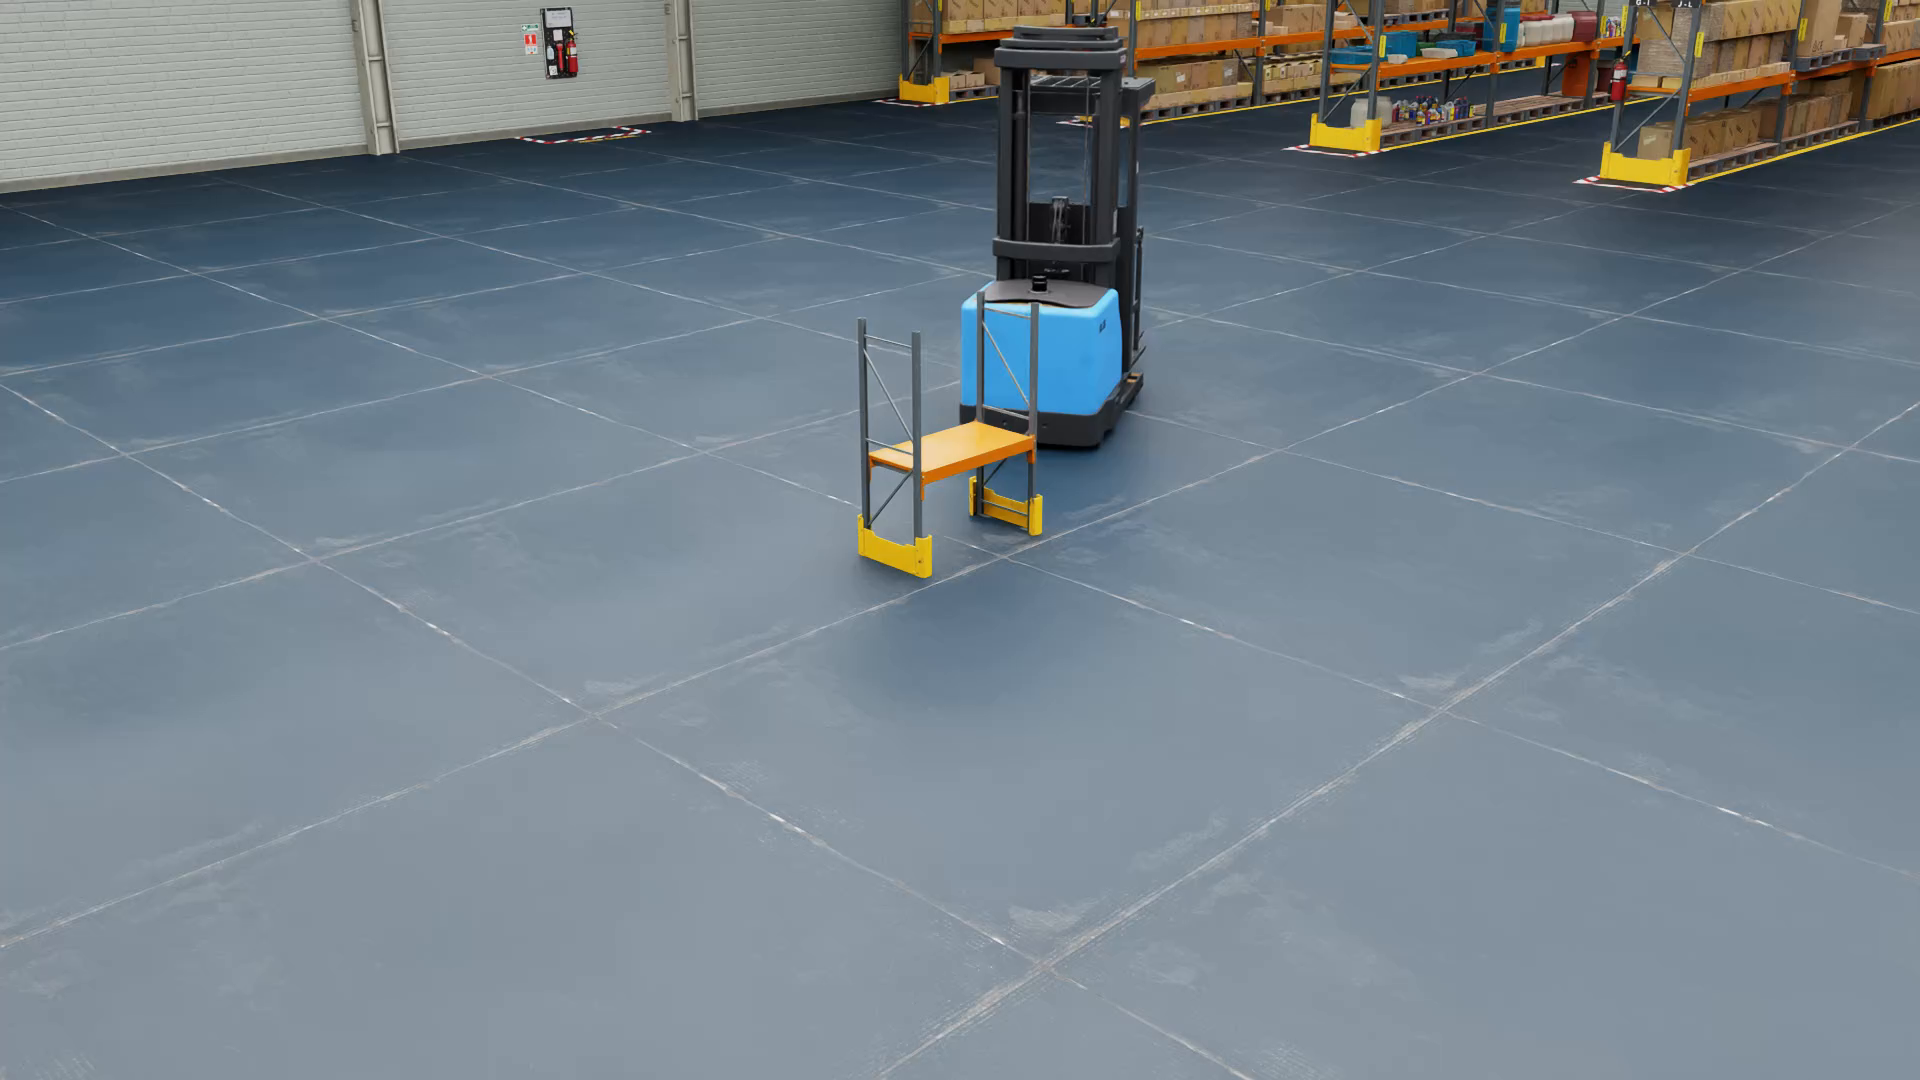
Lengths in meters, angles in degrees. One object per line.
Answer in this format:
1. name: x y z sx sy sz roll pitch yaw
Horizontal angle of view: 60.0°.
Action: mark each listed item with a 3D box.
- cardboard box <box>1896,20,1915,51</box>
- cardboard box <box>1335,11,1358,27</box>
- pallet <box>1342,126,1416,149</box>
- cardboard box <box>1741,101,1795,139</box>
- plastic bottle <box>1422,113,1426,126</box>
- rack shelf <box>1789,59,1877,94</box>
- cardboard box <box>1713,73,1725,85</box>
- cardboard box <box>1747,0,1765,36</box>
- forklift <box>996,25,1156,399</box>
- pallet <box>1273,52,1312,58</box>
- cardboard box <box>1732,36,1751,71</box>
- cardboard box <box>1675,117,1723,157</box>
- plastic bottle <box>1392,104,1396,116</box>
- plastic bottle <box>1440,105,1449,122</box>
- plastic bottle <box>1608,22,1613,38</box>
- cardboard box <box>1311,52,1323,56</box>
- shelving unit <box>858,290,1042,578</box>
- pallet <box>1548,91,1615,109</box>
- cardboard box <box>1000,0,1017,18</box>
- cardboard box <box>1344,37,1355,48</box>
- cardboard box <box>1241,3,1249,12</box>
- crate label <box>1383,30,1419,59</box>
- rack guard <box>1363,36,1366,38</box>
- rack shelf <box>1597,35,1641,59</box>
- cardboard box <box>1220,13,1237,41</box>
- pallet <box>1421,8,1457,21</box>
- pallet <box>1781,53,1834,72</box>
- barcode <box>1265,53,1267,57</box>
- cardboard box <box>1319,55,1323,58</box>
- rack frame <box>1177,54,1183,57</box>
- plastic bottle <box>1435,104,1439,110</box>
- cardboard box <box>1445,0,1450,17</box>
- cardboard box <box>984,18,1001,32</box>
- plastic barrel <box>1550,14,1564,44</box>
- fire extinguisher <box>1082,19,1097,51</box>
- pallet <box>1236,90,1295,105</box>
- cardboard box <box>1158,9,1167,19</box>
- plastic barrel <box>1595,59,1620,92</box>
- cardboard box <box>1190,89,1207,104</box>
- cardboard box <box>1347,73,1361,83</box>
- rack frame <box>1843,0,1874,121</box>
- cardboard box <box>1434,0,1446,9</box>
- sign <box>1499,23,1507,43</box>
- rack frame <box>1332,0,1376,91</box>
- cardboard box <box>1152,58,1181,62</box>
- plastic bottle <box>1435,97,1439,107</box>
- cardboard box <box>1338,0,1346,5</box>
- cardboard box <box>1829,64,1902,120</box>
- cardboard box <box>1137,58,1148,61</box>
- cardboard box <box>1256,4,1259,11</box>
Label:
1. cardboard box: 16.691 -9.032 29.753 0.500 0.500 0.500 19 28 40
2. cardboard box: 8.063 -11.019 35.186 0.500 0.311 0.500 -18 27 -39
3. pallet: 6.904 -6.783 27.928 1.003 0.211 1.213 19 28 41
4. cardboard box: 13.097 -6.825 27.023 0.700 0.500 0.500 17 27 37
5. plastic bottle: 7.874 -7.160 28.308 0.097 0.201 0.097 0 21 0
6. rack shelf: 14.048 -7.813 27.723 1.077 0.370 4.000 19 28 41
7. cardboard box: 10.945 -6.755 24.317 0.380 0.149 0.250 19 28 41
8. cardboard box: 11.488 -7.717 24.524 0.500 0.500 0.500 19 28 41
9. forklift: 0.896 -2.547 13.115 1.121 2.935 3.031 6 22 15
10. pallet: 8.174 -12.284 42.241 1.003 0.211 1.213 19 28 41
11. cardboard box: 11.266 -7.328 24.905 0.875 0.500 0.500 19 28 41
12. cardboard box: 11.153 -6.110 25.190 0.500 0.500 0.500 -17 27 -37
13. plastic bottle: 7.477 -7.420 28.881 0.152 0.276 0.135 20 28 41
14. plastic bottle: 8.386 -7.397 28.822 0.135 0.276 0.152 -20 28 -41
15. plastic bottle: 12.690 -9.951 32.447 0.061 0.283 0.133 19 28 41
16. cardboard box: 7.773 -10.256 35.543 0.500 0.311 0.500 -19 28 -40
17. shelving unit: -0.053 -0.680 10.255 0.587 1.500 1.083 19 28 41
18. pallet: 12.415 -8.814 33.211 1.003 0.211 1.213 19 28 41
19. cardboard box: 0.833 -11.054 34.288 0.500 0.500 0.500 -19 28 -40
20. cardboard box: 9.961 -13.263 43.798 0.700 0.500 0.500 19 28 41
21. cardboard box: 5.348 -10.278 32.090 0.380 0.149 0.250 19 28 40
22. crate label: 7.404 -8.403 28.207 0.502 0.435 0.616 19 28 41
23. rack guard: 10.394 -13.278 44.423 1.175 0.500 0.348 19 28 41
24. rack shelf: 13.290 -10.081 33.623 1.077 0.370 4.000 19 28 41
25. cardboard box: 4.890 -9.909 32.034 0.700 0.500 0.500 19 28 40
26. pallet: 10.503 -11.904 37.631 1.003 0.211 1.213 19 28 41
27. pallet: 13.291 -7.705 26.707 1.003 0.211 1.213 19 28 41
28. barcode: 6.034 -9.563 32.806 0.001 0.075 0.075 19 28 41
29. cardboard box: 7.802 -9.986 34.840 0.500 0.311 0.500 19 28 40
30. rack frame: 4.797 -12.382 38.608 1.000 3.000 0.127 19 28 41
31. plastic bottle: 8.310 -7.427 28.890 0.061 0.283 0.133 19 28 41
32. cardboard box: 11.304 -12.411 38.543 0.500 0.500 0.500 -20 28 -41
33. cardboard box: 0.495 -10.577 34.094 0.500 0.250 0.500 19 28 40
34. plastic barrel: 11.036 -9.528 31.028 0.421 0.512 0.421 0 21 0
35. fire extinguisher: 2.352 -9.136 30.272 0.296 0.674 0.183 19 28 41
36. pallet: 6.044 -9.012 33.728 1.003 0.211 1.213 19 28 41
37. cardboard box: 3.553 -9.615 30.367 0.380 0.149 0.250 19 28 41
38. plastic barrel: 13.012 -9.393 33.608 0.600 0.588 0.708 19 28 41
39. cardboard box: 4.349 -8.466 31.668 0.500 0.250 0.500 19 28 41
40. cardboard box: 8.156 -9.859 35.292 0.500 0.250 0.500 -19 28 -41
41. rack frame: 16.830 -9.788 30.024 1.077 3.933 4.027 19 28 41
42. cardboard box: 10.648 -12.348 37.795 0.700 0.500 0.500 9 23 23
43. sign: 9.491 -8.863 29.066 0.100 0.325 0.005 19 28 41
44. rack frame: 8.349 -11.143 35.385 1.000 3.000 0.127 19 28 41
45. cardboard box: 3.965 -8.950 31.882 0.500 0.500 0.500 19 28 41
46. plastic bottle: 8.568 -7.834 29.964 0.097 0.271 0.097 0 21 0
47. cardboard box: 9.529 -14.255 43.063 0.980 0.700 0.700 19 28 40
48. cardboard box: 15.940 -8.039 29.685 1.225 0.875 0.875 18 27 38
49. cardboard box: 3.889 -11.119 38.193 0.700 0.500 0.500 19 28 41
50. cardboard box: 7.040 -12.936 40.371 0.380 0.149 0.250 19 28 41
